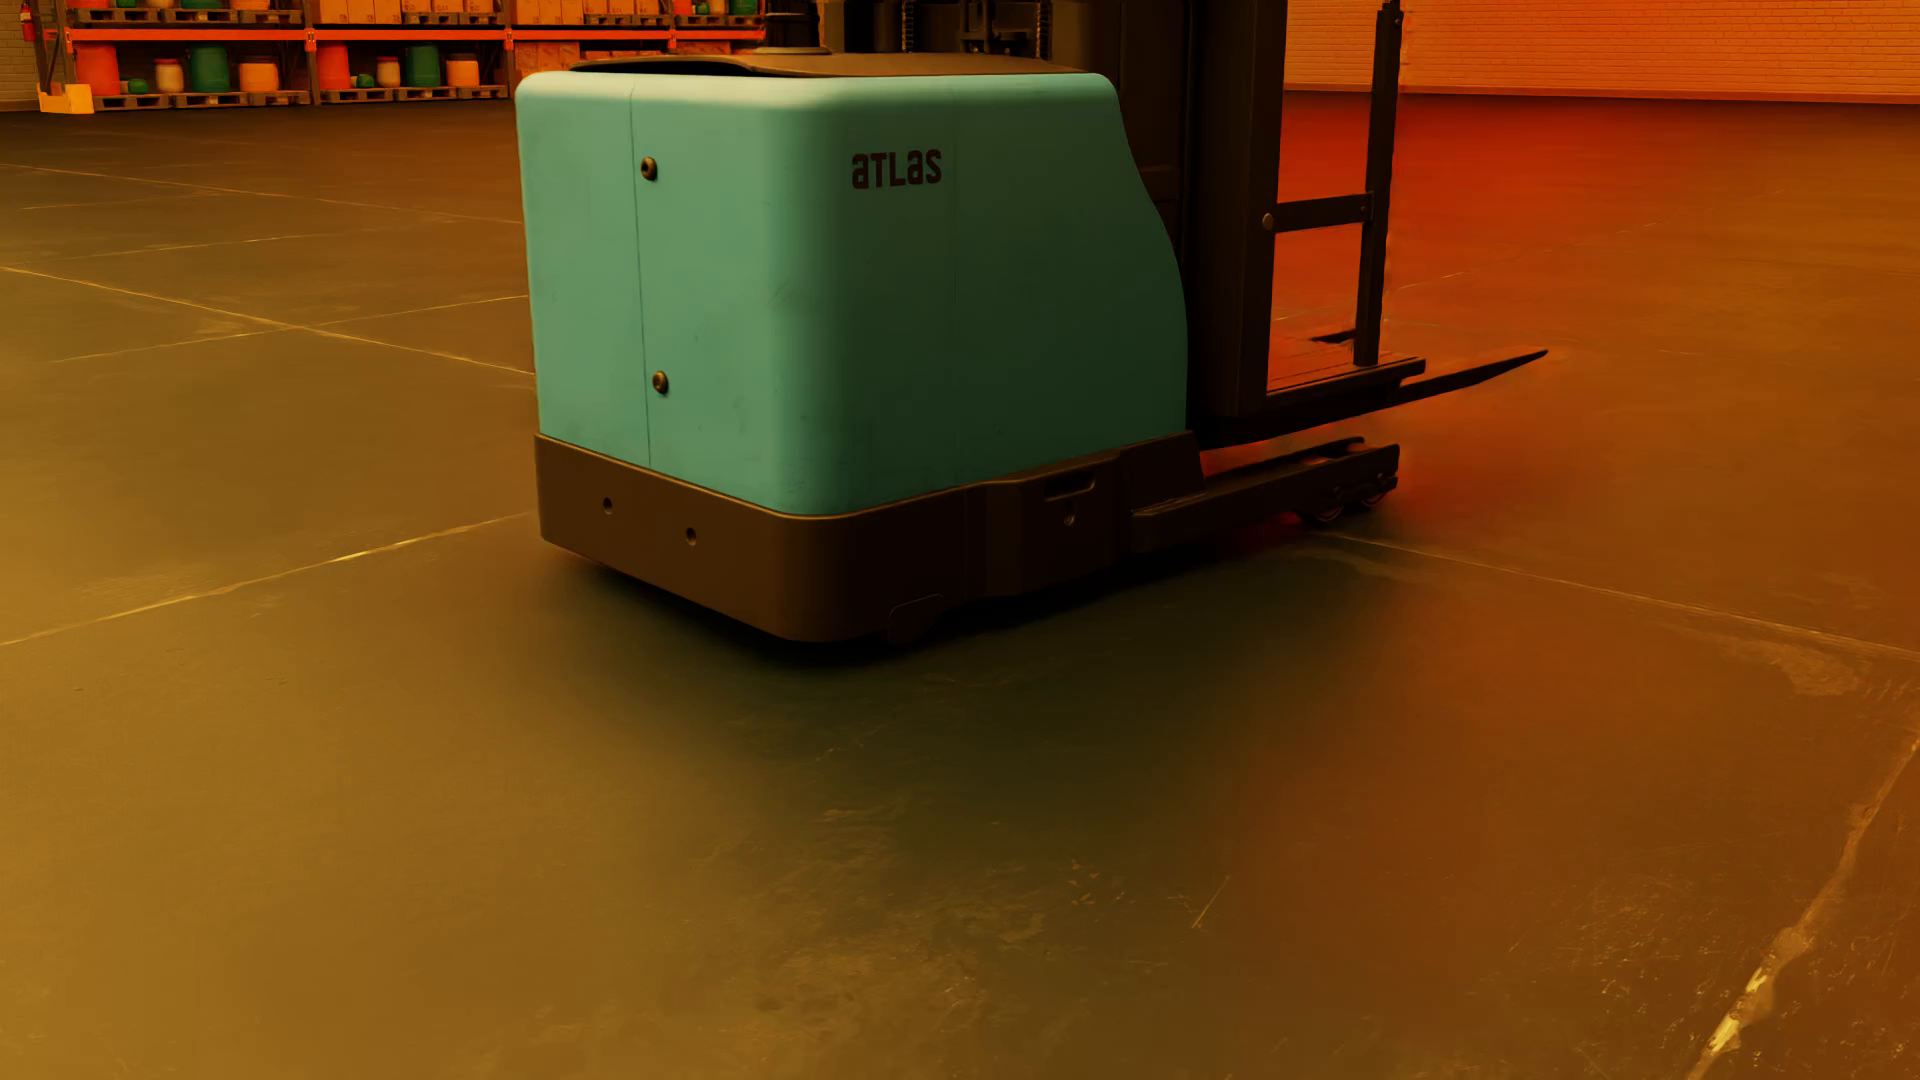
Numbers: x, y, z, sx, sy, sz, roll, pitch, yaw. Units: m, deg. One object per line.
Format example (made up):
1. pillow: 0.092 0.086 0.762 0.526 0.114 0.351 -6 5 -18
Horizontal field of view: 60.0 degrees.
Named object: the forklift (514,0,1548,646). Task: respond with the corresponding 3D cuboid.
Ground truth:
1. forklift: 0.475 -1.543 3.978 3.031 2.935 1.130 -15 23 -41
